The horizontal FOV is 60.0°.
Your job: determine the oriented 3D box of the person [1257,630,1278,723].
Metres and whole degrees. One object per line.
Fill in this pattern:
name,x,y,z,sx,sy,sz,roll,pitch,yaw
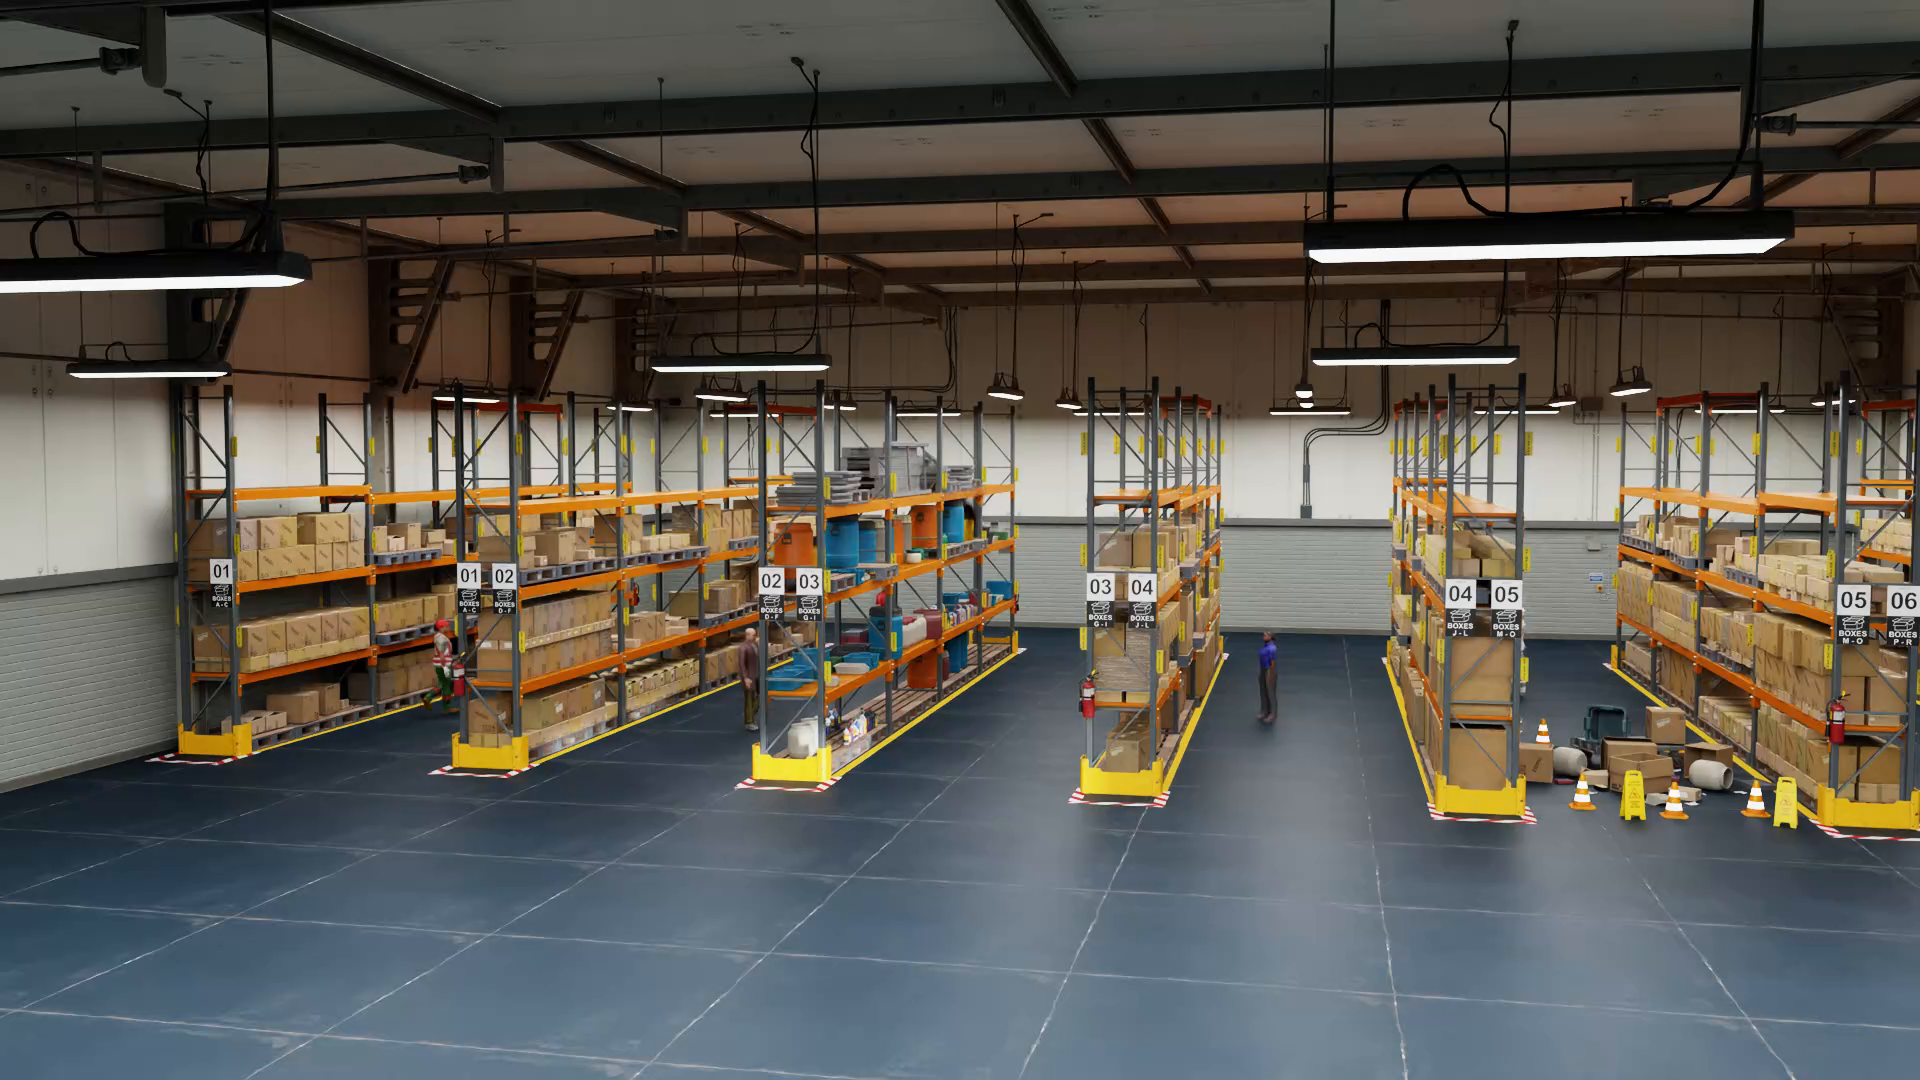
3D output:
person,5.605,2.473,30.347,0.347,1.666,0.473,-1,3,-19

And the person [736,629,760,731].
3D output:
person,-3.685,2.487,29.552,0.610,1.827,0.748,2,4,32

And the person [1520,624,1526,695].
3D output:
person,11.146,2.233,33.578,0.543,1.782,0.709,-2,4,-36

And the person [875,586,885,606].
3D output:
person,-1.793,1.941,40.345,0.499,1.665,0.637,2,4,34

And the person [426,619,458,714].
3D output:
person,-9.692,2.357,31.094,0.558,1.782,0.559,-2,4,-29
